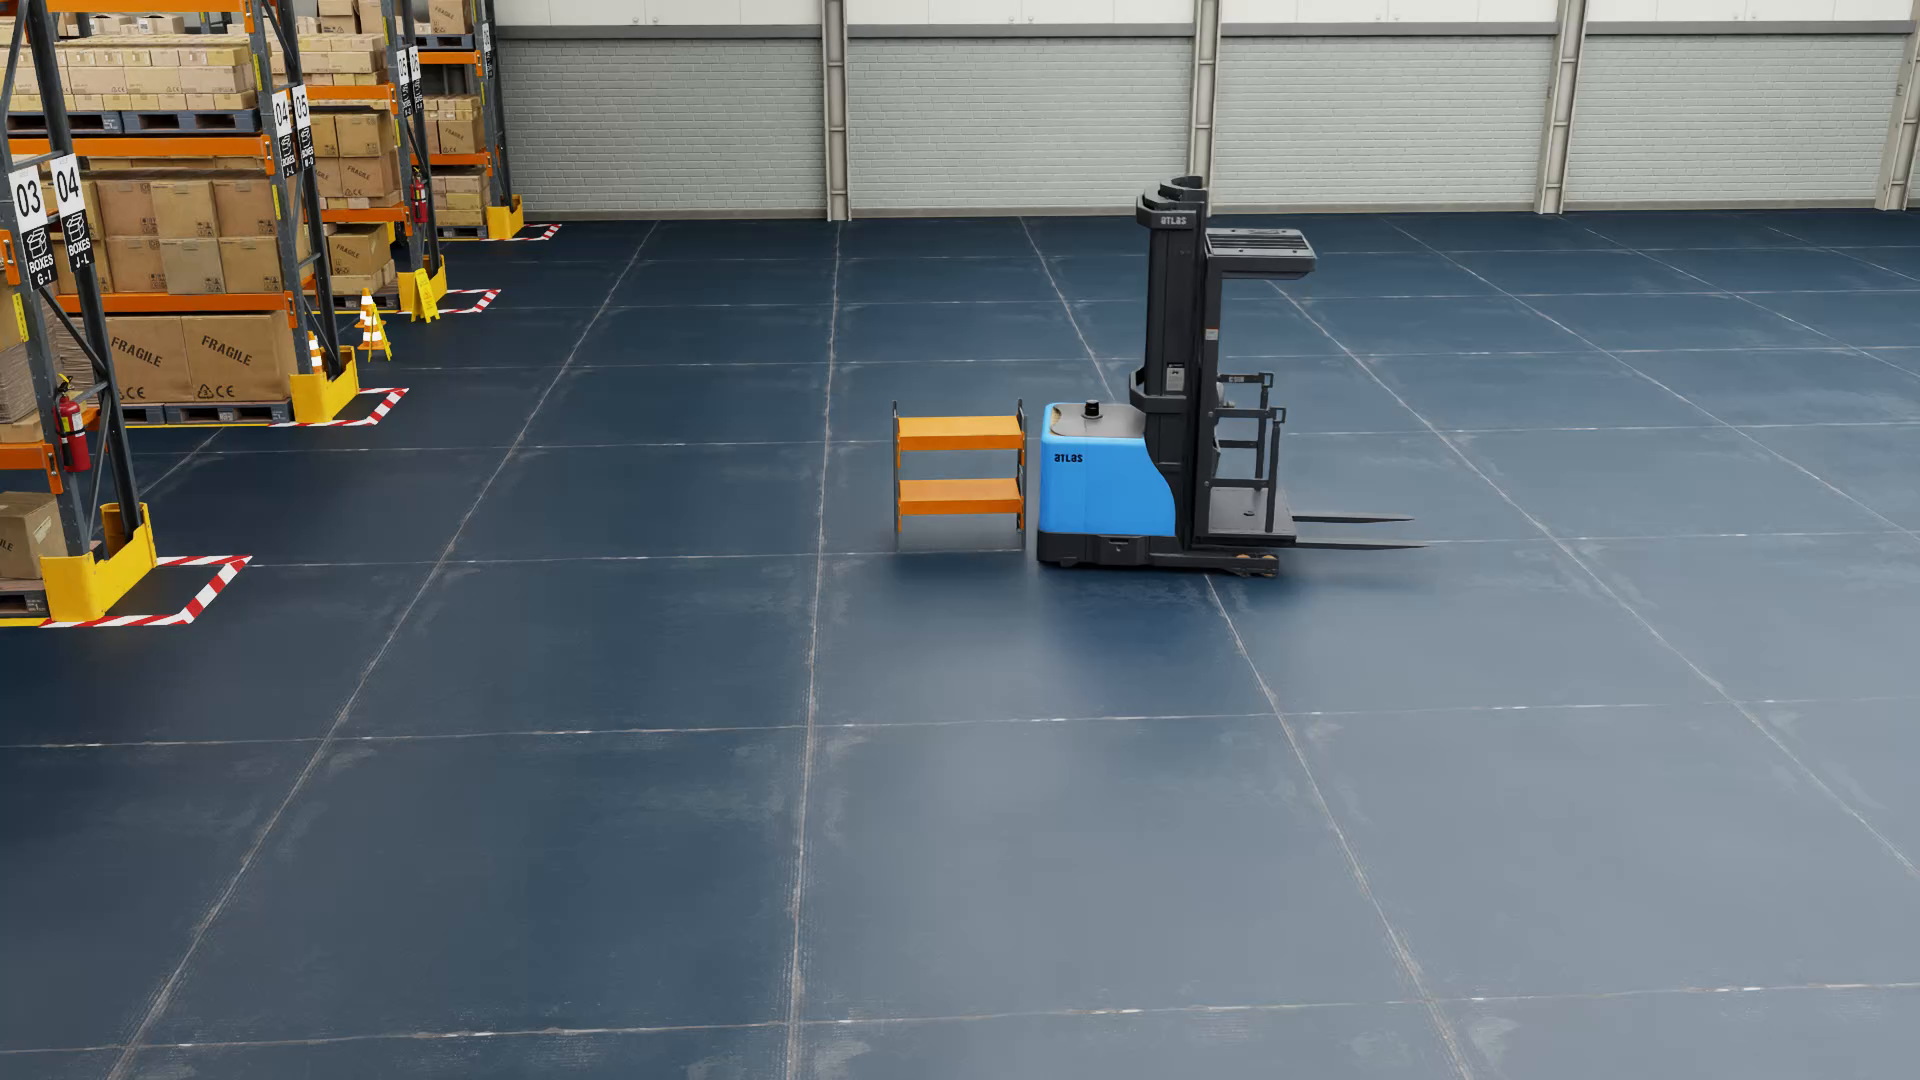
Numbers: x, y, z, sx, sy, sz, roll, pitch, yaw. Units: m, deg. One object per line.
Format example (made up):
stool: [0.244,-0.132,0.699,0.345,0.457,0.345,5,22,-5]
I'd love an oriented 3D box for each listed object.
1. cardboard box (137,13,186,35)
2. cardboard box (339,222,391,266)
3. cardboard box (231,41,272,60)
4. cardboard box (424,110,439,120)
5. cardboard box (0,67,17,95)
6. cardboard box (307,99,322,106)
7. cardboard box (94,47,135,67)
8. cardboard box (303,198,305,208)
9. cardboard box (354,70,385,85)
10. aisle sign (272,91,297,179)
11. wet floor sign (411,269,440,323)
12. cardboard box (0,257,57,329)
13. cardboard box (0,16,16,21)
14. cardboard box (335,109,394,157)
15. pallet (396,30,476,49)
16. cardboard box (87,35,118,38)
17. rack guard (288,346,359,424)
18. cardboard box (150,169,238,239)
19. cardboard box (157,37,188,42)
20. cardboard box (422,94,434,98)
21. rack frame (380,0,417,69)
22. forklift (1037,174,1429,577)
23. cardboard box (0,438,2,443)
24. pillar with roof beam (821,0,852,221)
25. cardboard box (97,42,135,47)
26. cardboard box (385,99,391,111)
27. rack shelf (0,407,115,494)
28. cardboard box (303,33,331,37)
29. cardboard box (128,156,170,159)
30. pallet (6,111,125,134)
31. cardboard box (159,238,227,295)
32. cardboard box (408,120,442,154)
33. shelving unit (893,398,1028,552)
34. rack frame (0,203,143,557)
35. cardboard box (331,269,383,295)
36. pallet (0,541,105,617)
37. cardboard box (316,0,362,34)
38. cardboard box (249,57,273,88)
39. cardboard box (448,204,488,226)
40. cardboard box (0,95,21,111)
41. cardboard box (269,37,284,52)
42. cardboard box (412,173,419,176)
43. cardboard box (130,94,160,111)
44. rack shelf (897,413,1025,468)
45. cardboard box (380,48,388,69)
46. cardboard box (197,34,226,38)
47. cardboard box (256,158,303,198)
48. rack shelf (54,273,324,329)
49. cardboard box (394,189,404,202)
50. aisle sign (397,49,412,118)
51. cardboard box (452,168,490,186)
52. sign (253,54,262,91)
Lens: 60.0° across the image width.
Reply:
cardboard box: [-11.947,-7.721,24.864,0.500,0.311,0.500,-2,21,-5]
cardboard box: [-7.802,-3.880,21.817,0.500,0.500,0.500,-2,21,-5]
cardboard box: [-6.925,-4.787,16.265,0.250,0.149,0.380,-1,21,-2]
cardboard box: [-8.091,-6.545,25.543,0.250,0.149,0.380,-1,21,-2]
cardboard box: [-9.056,-4.345,15.664,0.500,0.250,0.500,-1,21,-4]
cardboard box: [-9.872,-6.639,25.372,0.250,0.149,0.380,-1,21,-4]
cardboard box: [-7.904,-4.533,15.599,0.250,0.149,0.380,-1,21,-3]
cardboard box: [-8.341,-4.323,21.113,0.250,0.149,0.380,-1,21,-2]
cardboard box: [-7.298,-5.715,20.554,0.250,0.149,0.380,-1,21,-3]
aisle sign: [-6.486,-3.891,15.971,0.004,0.787,0.394,-1,21,-3]
wet floor sign: [-6.707,-3.061,20.754,0.232,0.644,0.267,6,22,16]
cardboard box: [-6.956,-1.756,12.053,0.500,0.500,0.500,-1,21,-3]
cardboard box: [-13.996,-7.803,24.815,0.500,0.500,0.700,-2,21,-4]
cardboard box: [-7.455,-5.102,20.843,0.500,0.500,0.700,-2,21,-4]
pallet: [-7.952,-7.656,25.422,1.213,0.211,1.003,-1,21,-3]
cardboard box: [-10.647,-6.197,20.699,0.250,0.149,0.380,-1,21,-2]
rack guard: [-6.550,-1.613,17.156,0.348,0.500,1.175,-1,21,-3]
cardboard box: [-7.490,-3.318,16.392,0.550,0.550,0.875,-1,21,-3]
cardboard box: [-9.587,-6.040,20.287,0.250,0.149,0.380,-2,21,-5]
cardboard box: [-8.366,-6.855,25.940,0.250,0.149,0.380,-1,21,-3]
rack frame: [-6.957,-7.341,20.255,0.127,3.000,1.000,-1,21,-3]
forklift: [2.149,-1.279,12.861,3.031,2.935,1.130,2,21,4]
cardboard box: [-6.914,-0.816,11.901,0.250,0.149,0.380,-1,21,-3]
pillar with roof beam: [-1.755,-8.003,21.994,0.400,9.000,9.100,-1,21,-3]
cardboard box: [-8.194,-4.762,16.199,0.250,0.149,0.380,-1,21,-4]
cardboard box: [-8.601,-6.653,25.409,0.250,0.149,0.380,-1,21,-2]
rack shelf: [-8.388,-0.640,12.098,4.000,0.370,1.077,-1,21,-3]
cardboard box: [-8.082,-6.287,20.935,0.250,0.149,0.380,-1,21,-3]
cardboard box: [-9.988,-5.044,20.689,0.500,0.500,0.700,-1,21,-3]
pallet: [-8.535,-4.097,16.074,1.213,0.211,1.003,-1,21,-3]
cardboard box: [-7.490,-2.809,16.571,0.550,0.550,0.875,-1,21,-3]
cardboard box: [-8.239,-6.237,25.646,0.500,0.500,0.500,-1,21,-1]
shelving unit: [-0.007,-0.526,13.420,1.048,1.125,0.538,-1,21,-3]
rack frame: [-6.392,-1.017,12.076,0.127,3.000,1.000,-1,21,-3]
cardboard box: [-7.773,-3.336,21.442,0.500,0.250,0.500,-1,21,-3]
pallet: [-7.281,0.292,12.558,1.213,0.211,1.003,-1,21,-3]
cardboard box: [-9.287,-7.914,25.101,0.637,0.503,0.797,0,21,-1]
cardboard box: [-7.070,-4.576,16.271,0.500,0.250,0.500,-1,21,-3]
cardboard box: [-7.695,-5.090,26.049,0.500,0.250,0.500,-1,21,-3]
cardboard box: [-8.913,-4.140,15.687,0.250,0.149,0.380,-1,21,-3]
cardboard box: [-8.292,-6.090,20.418,0.250,0.149,0.380,-1,21,-3]
cardboard box: [-8.699,-5.533,25.806,0.500,0.250,0.500,-1,21,-2]
cardboard box: [-7.647,-4.166,15.754,0.250,0.149,0.380,-1,21,-3]
rack shelf: [-0.007,-0.799,13.316,1.000,0.278,0.538,-1,21,-3]
cardboard box: [-7.475,-6.093,20.985,0.500,0.250,0.500,-2,21,-4]
cardboard box: [-9.355,-6.247,20.831,0.250,0.149,0.380,-1,21,-2]
cardboard box: [-8.483,-4.597,20.920,0.500,0.500,0.500,-1,21,-3]
rack shelf: [-8.571,-2.404,16.731,4.000,0.370,1.077,-1,21,-3]
cardboard box: [-7.308,-4.487,21.543,0.250,0.149,0.380,-1,21,-3]
aisle sign: [-6.879,-5.650,20.593,0.004,0.787,0.394,-1,21,-3]
cardboard box: [-7.735,-5.736,26.342,0.500,0.250,0.500,-1,21,-4]
sign: [-6.557,-4.367,15.526,0.005,0.325,0.100,-1,21,-3]
